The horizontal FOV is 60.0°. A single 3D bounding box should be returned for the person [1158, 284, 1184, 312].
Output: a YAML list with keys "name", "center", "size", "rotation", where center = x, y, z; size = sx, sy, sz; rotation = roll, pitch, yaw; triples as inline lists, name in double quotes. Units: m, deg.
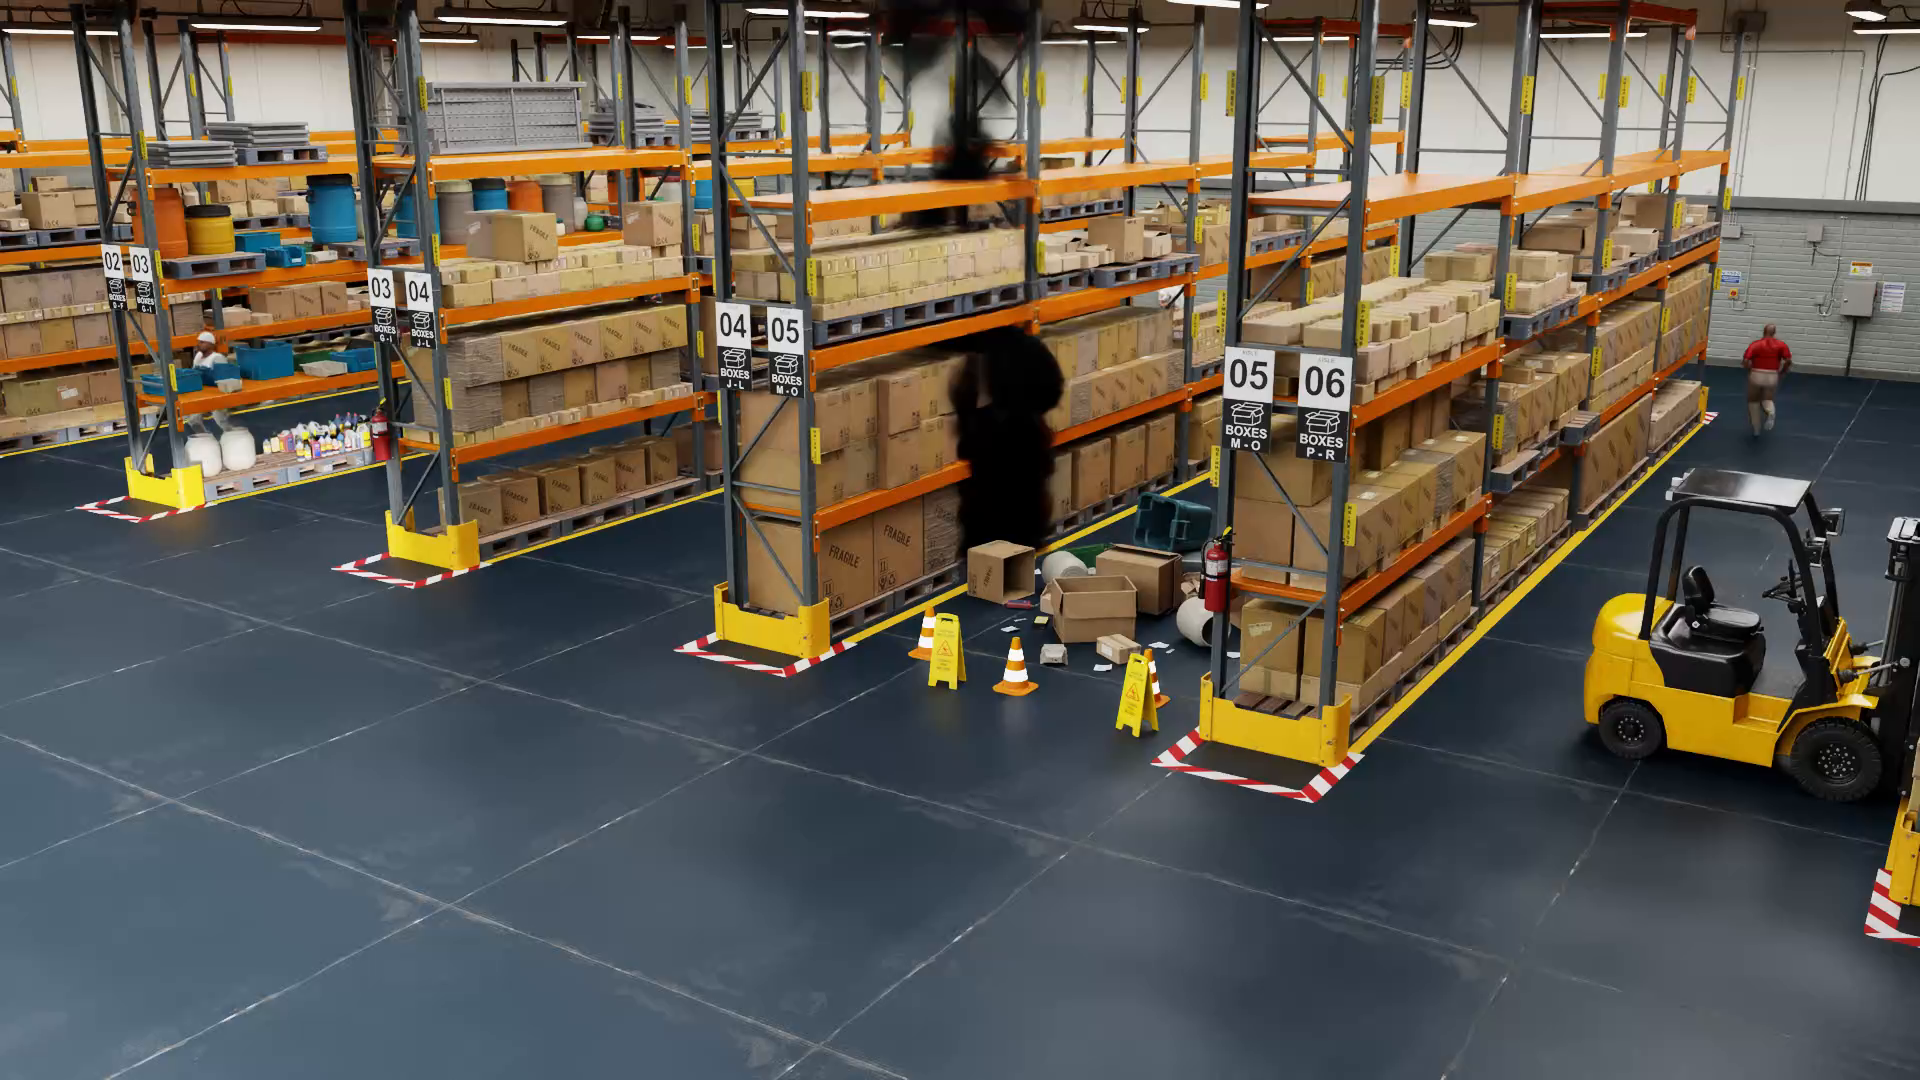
- name: "person"
  center: [4.023, -4.163, 30.952]
  size: [0.695, 1.775, 0.835]
  rotation: [-6, 16, -19]

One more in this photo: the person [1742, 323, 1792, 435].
- name: "person"
  center: [11.907, -2.371, 24.638]
  size: [0.663, 1.669, 0.600]
  rotation: [5, 16, 16]

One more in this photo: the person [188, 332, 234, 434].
- name: "person"
  center: [-10.357, -1.961, 22.956]
  size: [0.656, 1.824, 0.744]
  rotation: [7, 17, 22]
